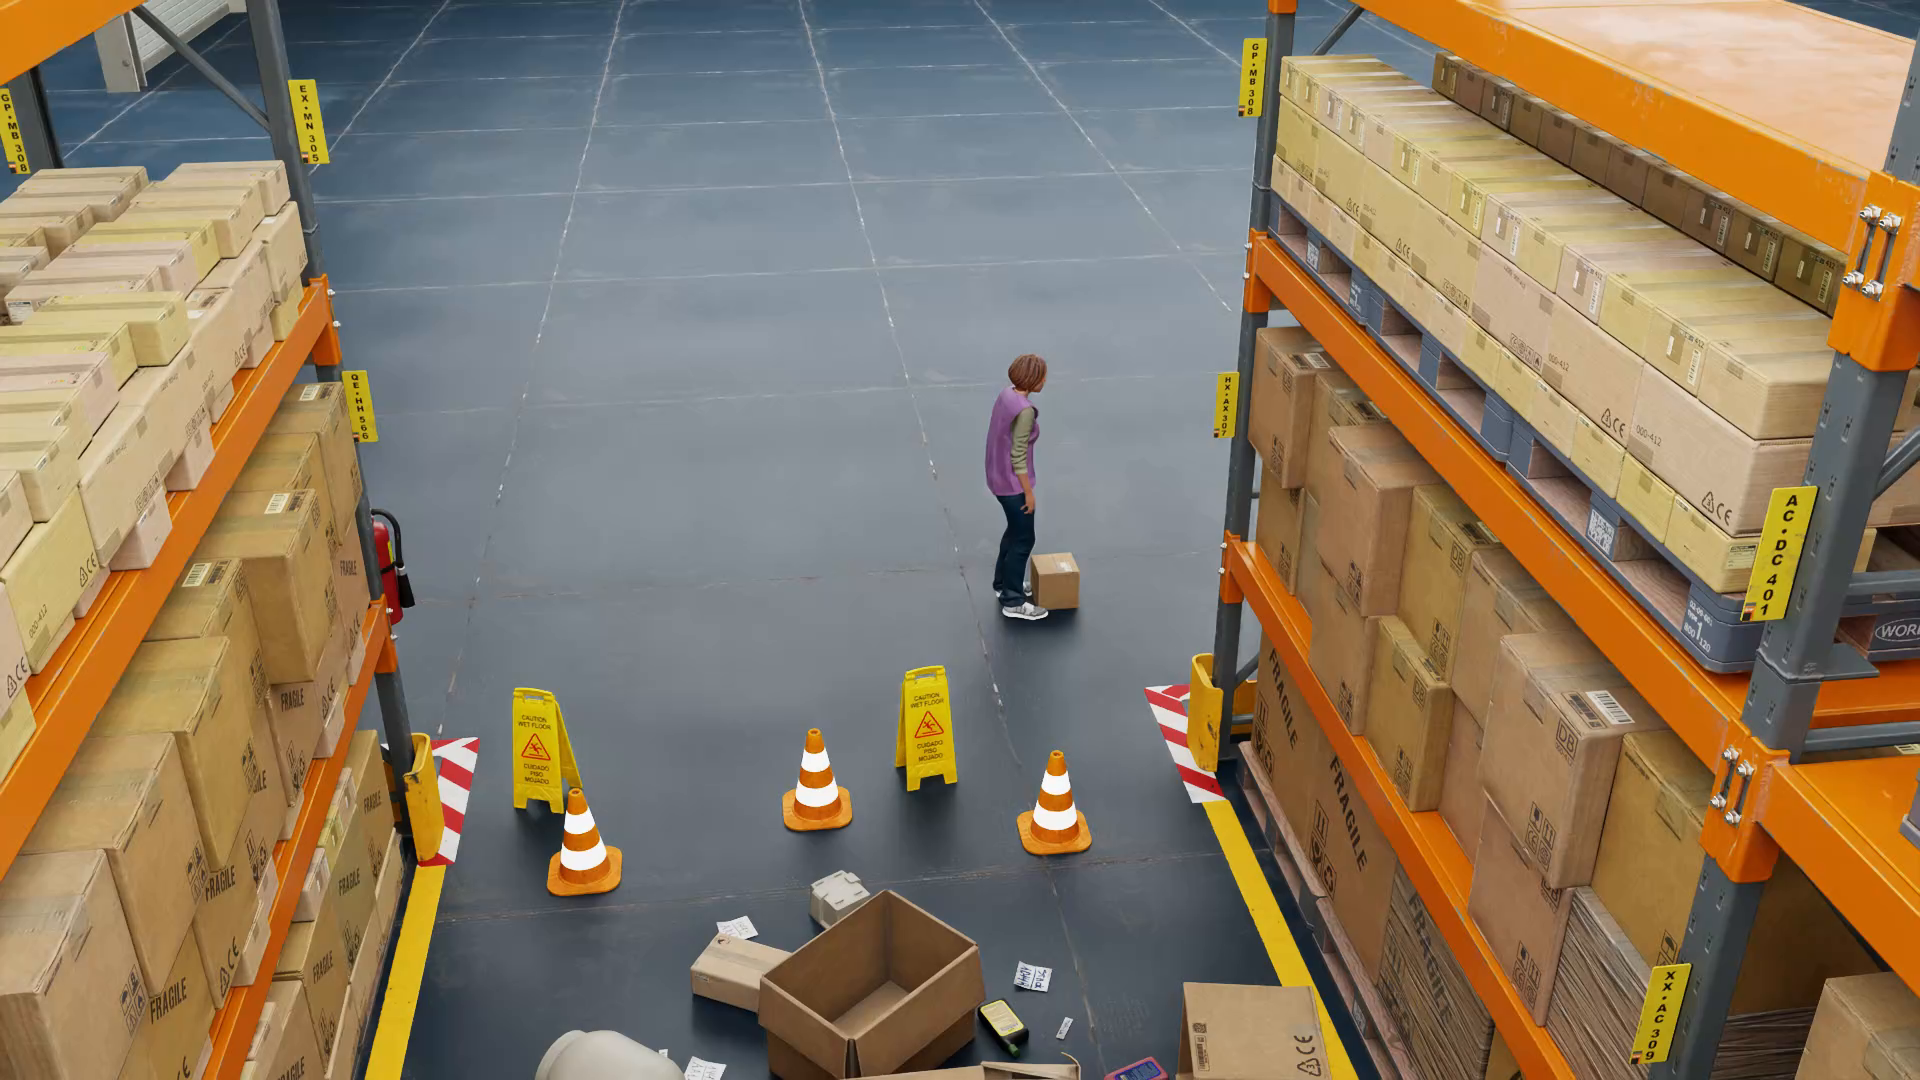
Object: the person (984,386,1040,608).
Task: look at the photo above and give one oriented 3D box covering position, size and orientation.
[{"bbox_3d":[0.301,-0.267,9.753,0.291,1.326,0.461,-5,28,-10],"label":"person"}]
